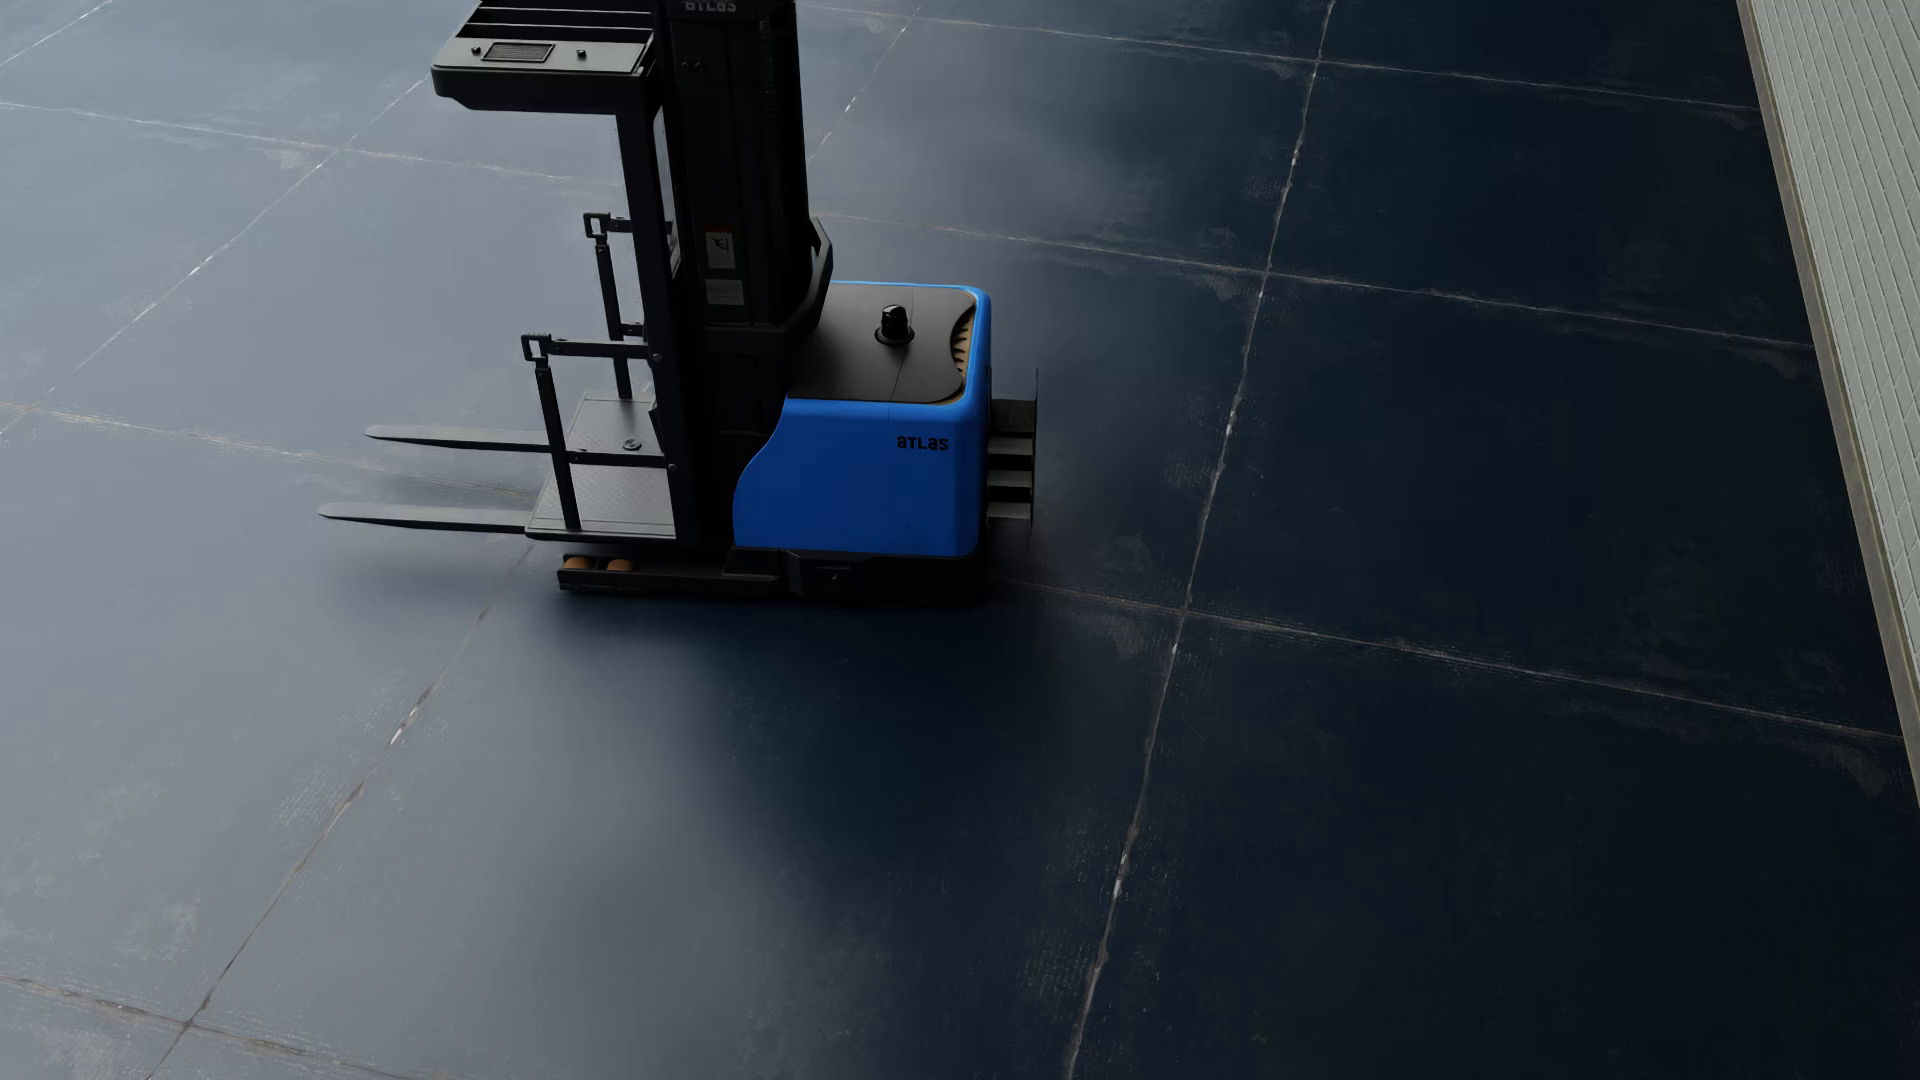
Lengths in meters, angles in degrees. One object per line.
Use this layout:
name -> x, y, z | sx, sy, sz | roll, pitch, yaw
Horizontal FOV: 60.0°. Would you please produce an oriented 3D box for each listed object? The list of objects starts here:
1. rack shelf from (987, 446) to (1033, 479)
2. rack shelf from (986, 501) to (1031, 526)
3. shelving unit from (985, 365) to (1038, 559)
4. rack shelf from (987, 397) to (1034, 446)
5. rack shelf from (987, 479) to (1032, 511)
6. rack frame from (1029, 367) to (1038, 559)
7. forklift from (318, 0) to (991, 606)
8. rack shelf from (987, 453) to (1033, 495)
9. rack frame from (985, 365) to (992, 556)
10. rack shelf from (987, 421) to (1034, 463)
rack shelf -> 0.229, -0.384, 7.444 | 0.200, 0.077, 0.258 | 3, 40, 3
rack shelf -> 0.229, -0.177, 7.617 | 0.200, 0.077, 0.258 | 3, 40, 3
shelving unit -> 0.229, -0.340, 7.480 | 0.210, 0.900, 0.258 | 3, 40, 3
rack shelf -> 0.229, -0.522, 7.328 | 0.200, 0.077, 0.258 | 3, 40, 3
rack shelf -> 0.229, -0.246, 7.559 | 0.200, 0.077, 0.258 | 3, 40, 3
rack frame -> 0.330, -0.335, 7.474 | 0.006, 0.900, 0.240 | 3, 40, 3
forklift -> -1.391, -1.208, 6.934 | 3.031, 2.935, 1.130 | 3, 40, 3
rack shelf -> 0.229, -0.315, 7.501 | 0.200, 0.077, 0.258 | 3, 40, 3
rack frame -> 0.127, -0.345, 7.486 | 0.006, 0.900, 0.240 | 3, 40, 3
rack shelf -> 0.229, -0.453, 7.386 | 0.200, 0.077, 0.258 | 3, 40, 3
